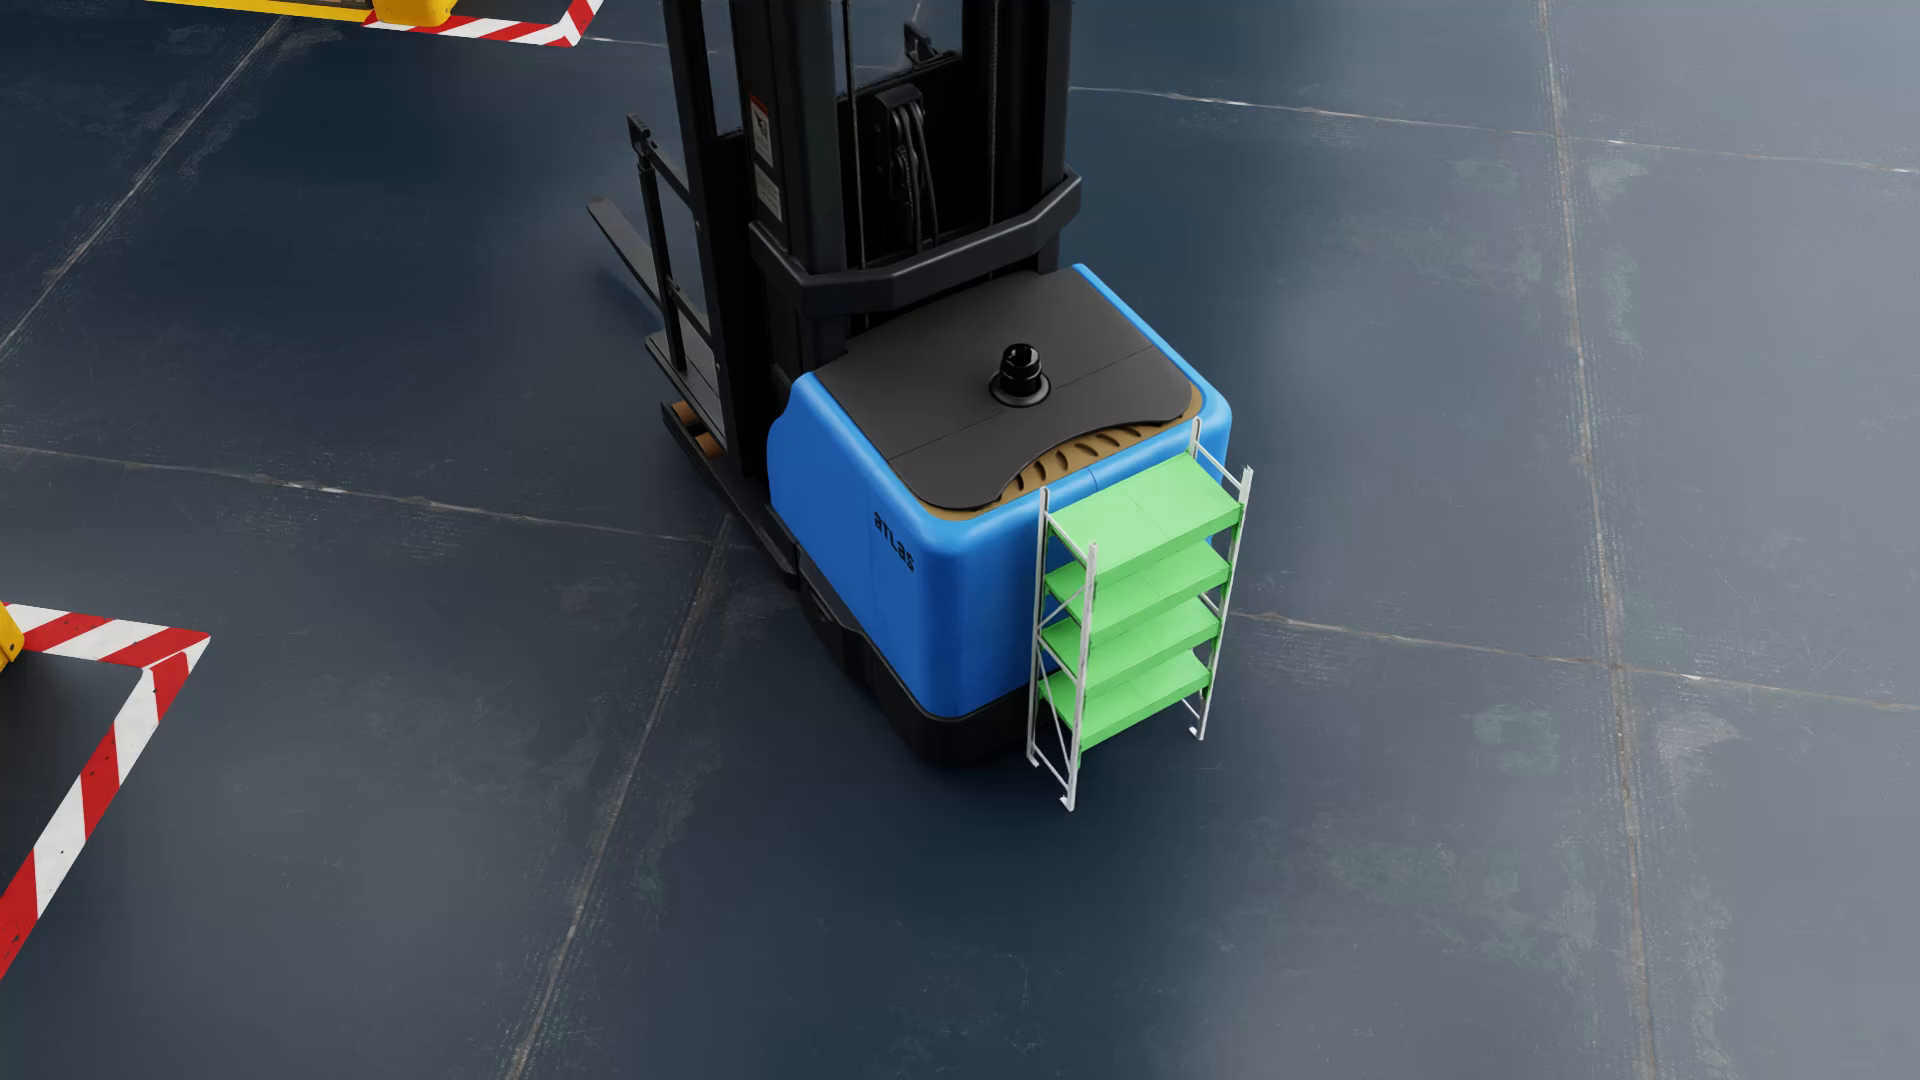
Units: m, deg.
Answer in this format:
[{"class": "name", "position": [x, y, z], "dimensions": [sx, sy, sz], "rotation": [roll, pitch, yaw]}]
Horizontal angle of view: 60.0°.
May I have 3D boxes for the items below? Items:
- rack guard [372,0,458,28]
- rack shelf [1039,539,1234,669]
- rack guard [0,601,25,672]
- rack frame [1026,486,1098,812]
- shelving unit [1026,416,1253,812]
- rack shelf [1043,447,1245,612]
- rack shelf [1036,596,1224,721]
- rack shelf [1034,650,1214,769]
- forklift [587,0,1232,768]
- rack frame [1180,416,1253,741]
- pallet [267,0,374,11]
[{"class": "rack guard", "position": [-2.549, -3.061, 8.164], "dimensions": [0.348, 0.500, 1.175], "rotation": [8, 49, 7]}, {"class": "rack shelf", "position": [0.482, 0.127, 4.592], "dimensions": [0.480, 0.148, 0.258], "rotation": [-25, 53, -21]}, {"class": "rack guard", "position": [-3.326, 0.543, 4.926], "dimensions": [0.348, 0.500, 1.175], "rotation": [8, 49, 7]}, {"class": "rack frame", "position": [0.274, 0.340, 4.637], "dimensions": [0.015, 1.200, 0.240], "rotation": [-25, 53, -21]}, {"class": "shelving unit", "position": [0.482, 0.245, 4.723], "dimensions": [0.503, 1.200, 0.258], "rotation": [-25, 53, -21]}, {"class": "rack shelf", "position": [0.482, -0.033, 4.414], "dimensions": [0.480, 0.148, 0.258], "rotation": [-25, 53, -21]}, {"class": "rack shelf", "position": [0.482, 0.287, 4.771], "dimensions": [0.480, 0.148, 0.258], "rotation": [-25, 53, -21]}, {"class": "rack shelf", "position": [0.482, 0.448, 4.949], "dimensions": [0.480, 0.148, 0.258], "rotation": [-25, 53, -21]}, {"class": "forklift", "position": [-0.420, -1.373, 5.013], "dimensions": [1.130, 2.935, 3.031], "rotation": [-25, 53, -21]}, {"class": "rack frame", "position": [0.689, 0.149, 4.809], "dimensions": [0.015, 1.200, 0.240], "rotation": [-25, 53, -21]}, {"class": "pallet", "position": [-3.347, -3.076, 8.372], "dimensions": [1.213, 0.211, 1.003], "rotation": [8, 49, 7]}]
